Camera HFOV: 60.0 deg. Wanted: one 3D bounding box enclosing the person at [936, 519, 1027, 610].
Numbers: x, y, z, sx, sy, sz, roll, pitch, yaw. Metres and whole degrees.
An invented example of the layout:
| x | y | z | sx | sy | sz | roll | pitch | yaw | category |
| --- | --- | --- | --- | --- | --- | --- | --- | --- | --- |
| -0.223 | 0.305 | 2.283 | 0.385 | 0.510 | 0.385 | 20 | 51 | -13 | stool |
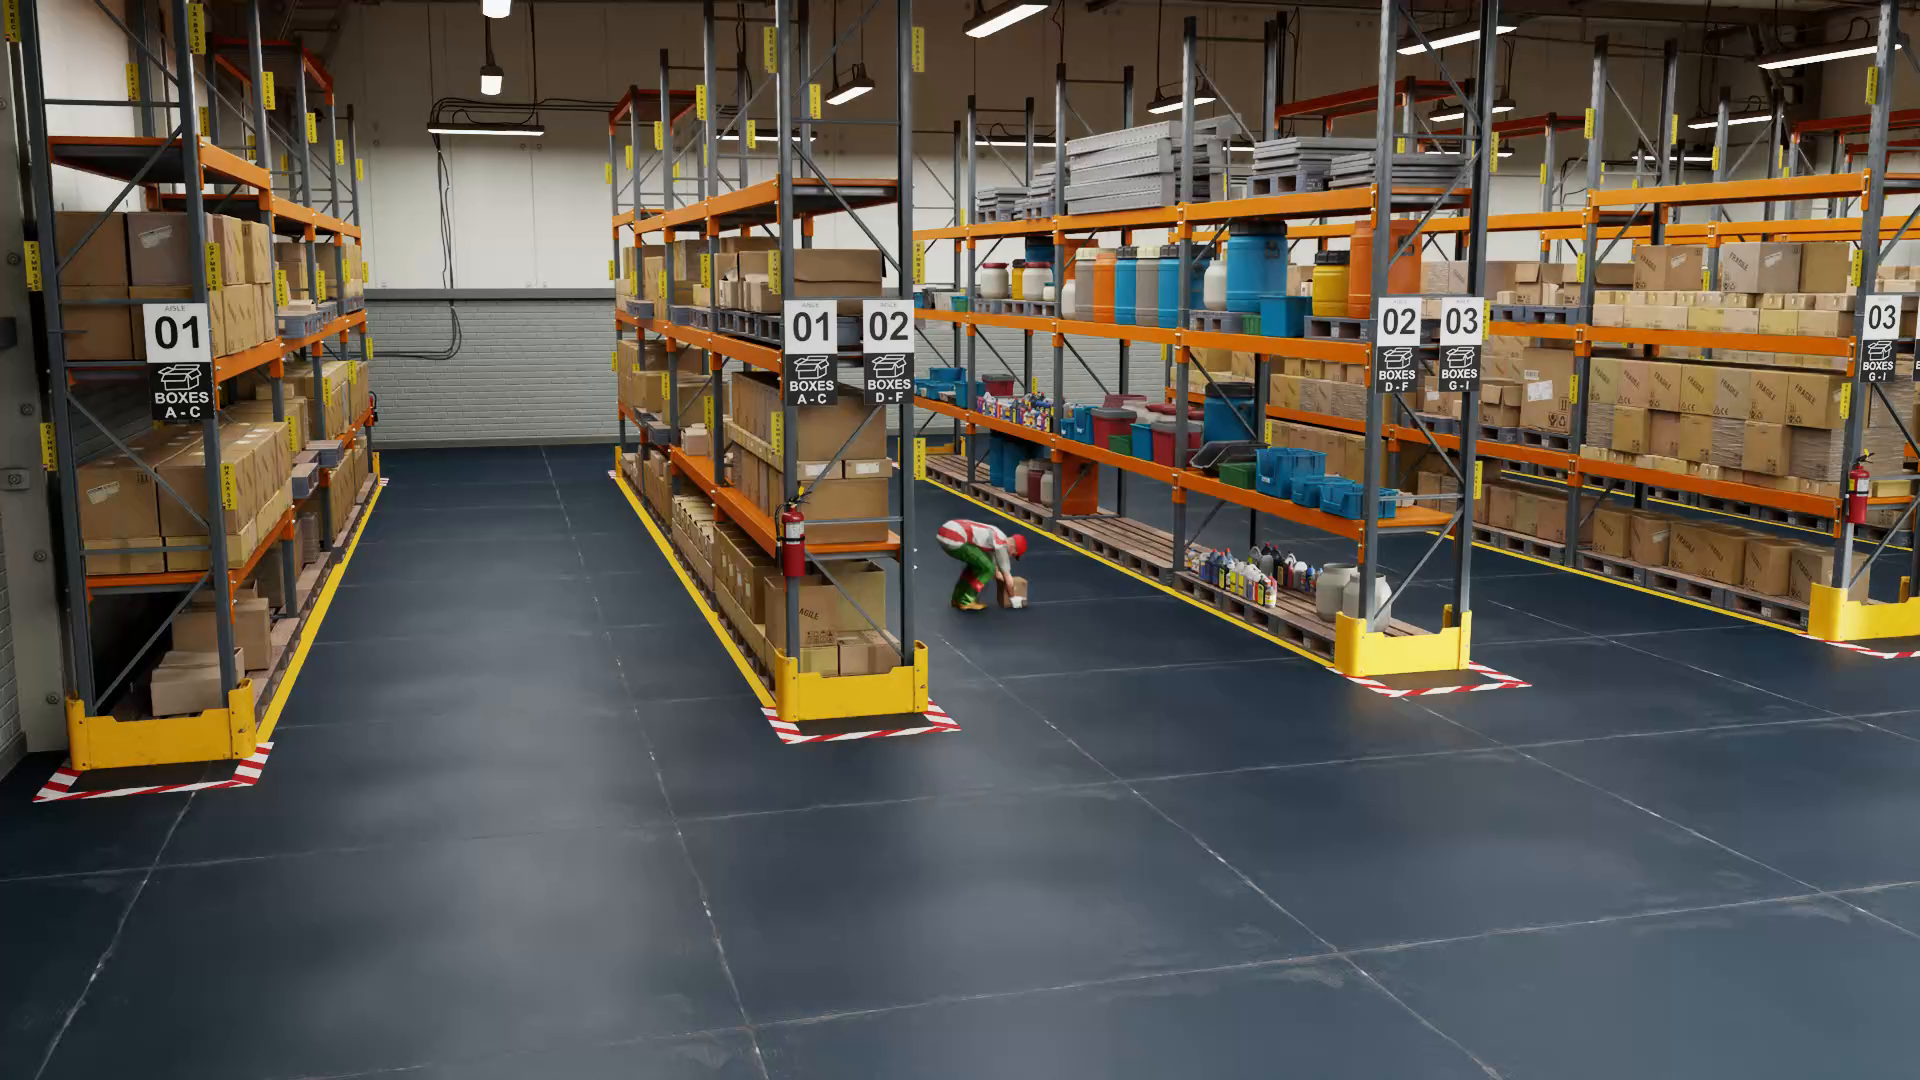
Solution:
| x | y | z | sx | sy | sz | roll | pitch | yaw | category |
| --- | --- | --- | --- | --- | --- | --- | --- | --- | --- |
| 0.234 | 0.238 | 17.098 | 0.953 | 0.923 | 0.536 | -3 | 10 | -19 | person |
